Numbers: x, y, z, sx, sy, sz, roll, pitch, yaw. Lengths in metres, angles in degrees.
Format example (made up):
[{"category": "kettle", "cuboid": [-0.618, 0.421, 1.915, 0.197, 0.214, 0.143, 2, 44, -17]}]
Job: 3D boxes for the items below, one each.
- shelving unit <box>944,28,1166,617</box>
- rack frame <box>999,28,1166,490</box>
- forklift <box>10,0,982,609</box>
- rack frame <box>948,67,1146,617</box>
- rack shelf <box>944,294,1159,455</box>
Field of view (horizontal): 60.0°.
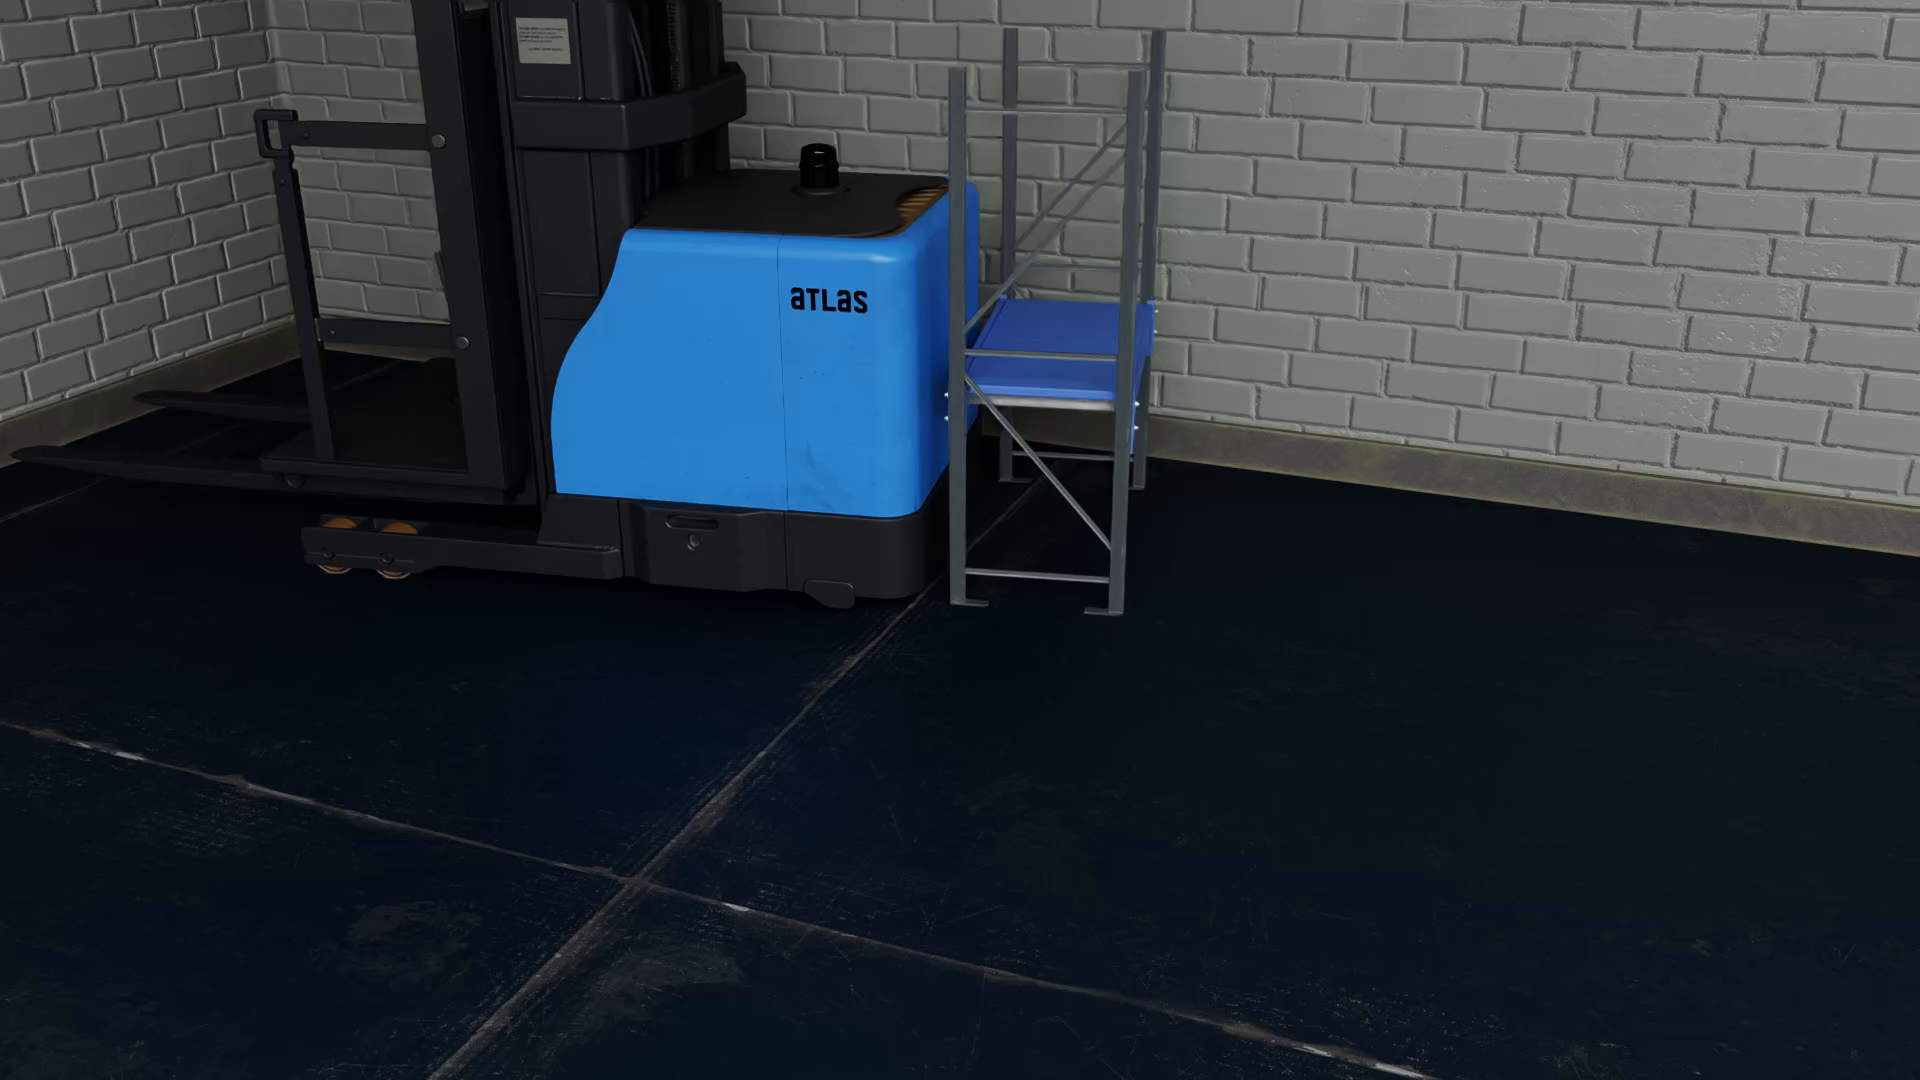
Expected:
[{"category": "shelving unit", "cuboid": [0.301, -0.689, 4.953, 0.538, 1.500, 1.048, 4, 23, 9]}, {"category": "rack frame", "cuboid": [0.384, -0.882, 5.416, 0.500, 1.500, 0.032, 4, 23, 9]}, {"category": "forklift", "cuboid": [-1.498, -1.428, 4.866, 3.031, 2.935, 1.130, 5, 23, 11]}, {"category": "rack frame", "cuboid": [0.219, -0.495, 4.490, 0.500, 1.500, 0.032, 4, 23, 9]}, {"category": "rack shelf", "cuboid": [0.301, -0.523, 5.022, 0.538, 0.185, 1.000, 4, 23, 9]}]
